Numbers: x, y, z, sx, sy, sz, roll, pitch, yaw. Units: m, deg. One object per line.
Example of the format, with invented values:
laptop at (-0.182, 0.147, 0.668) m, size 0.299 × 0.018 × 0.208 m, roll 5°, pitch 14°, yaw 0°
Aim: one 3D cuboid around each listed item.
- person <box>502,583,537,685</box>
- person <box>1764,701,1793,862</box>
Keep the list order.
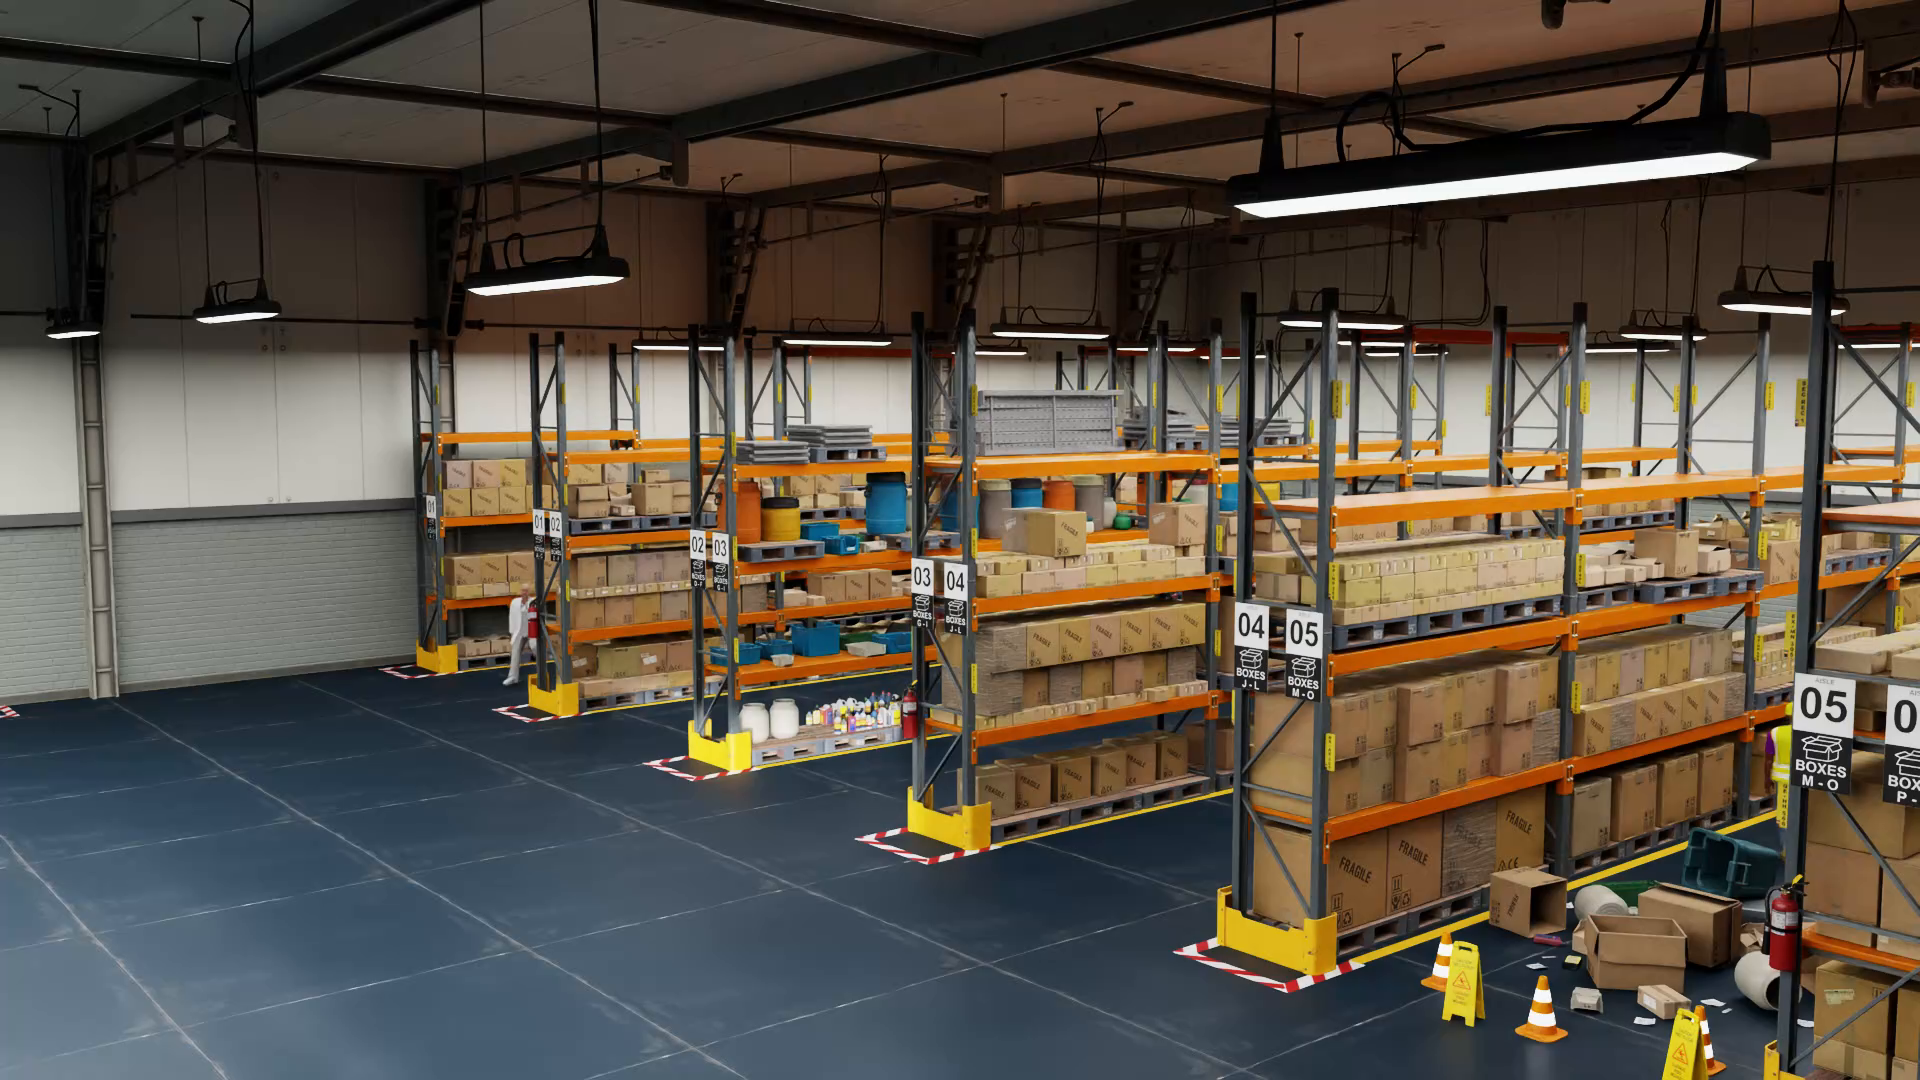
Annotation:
person at (-7.544, 1.602, 28.887) m, size 0.673 × 1.705 × 1.174 m, roll 1°, pitch 5°, yaw 10°
person at (9.014, 2.630, 18.015) m, size 0.548 × 1.761 × 0.594 m, roll -5°, pitch 7°, yaw -41°
